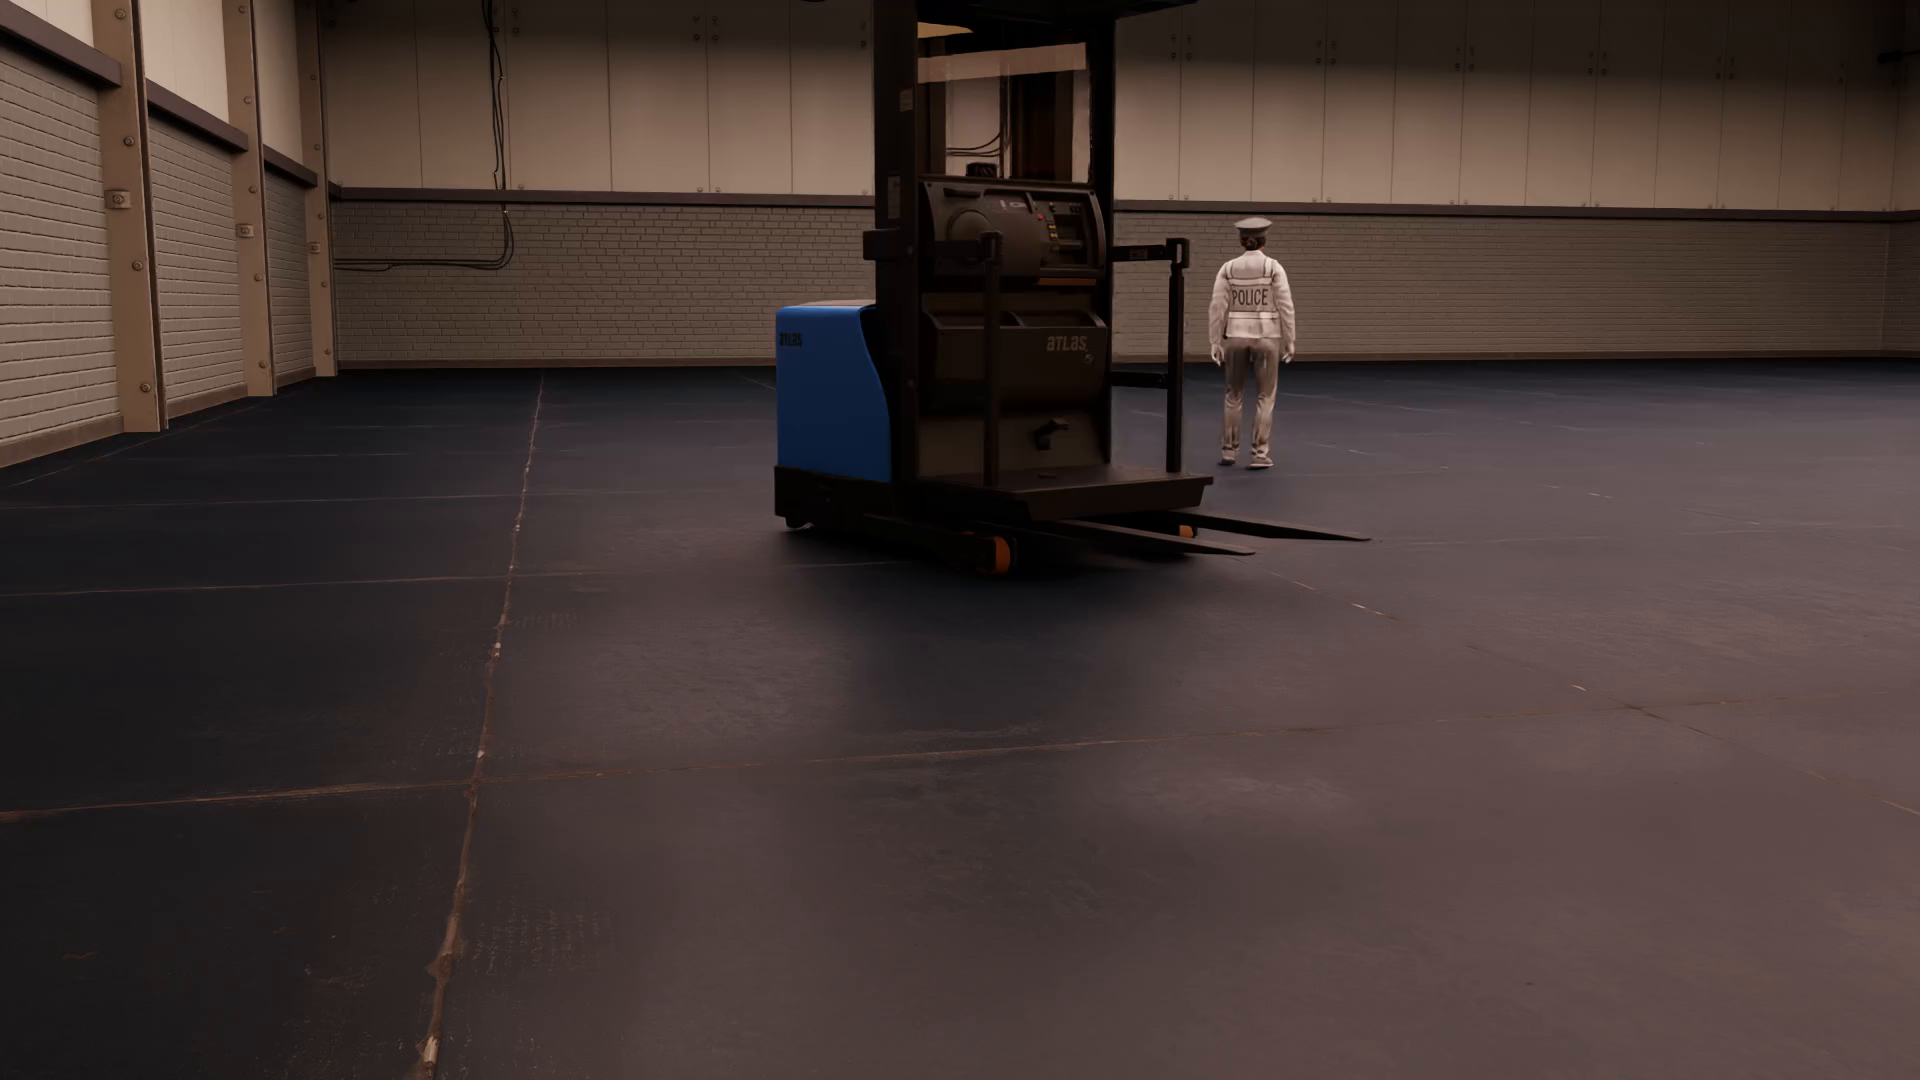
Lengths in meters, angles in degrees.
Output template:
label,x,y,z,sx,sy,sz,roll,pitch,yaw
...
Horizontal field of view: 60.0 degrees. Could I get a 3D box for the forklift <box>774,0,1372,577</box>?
label,x,y,z,sx,sy,sz,roll,pitch,yaw
forklift,0.370,-1.380,6.994,1.130,2.935,3.031,-6,10,-35

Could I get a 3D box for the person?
label,x,y,z,sx,sy,sz,roll,pitch,yaw
person,1.981,-1.301,11.184,0.574,1.721,0.492,4,9,24
